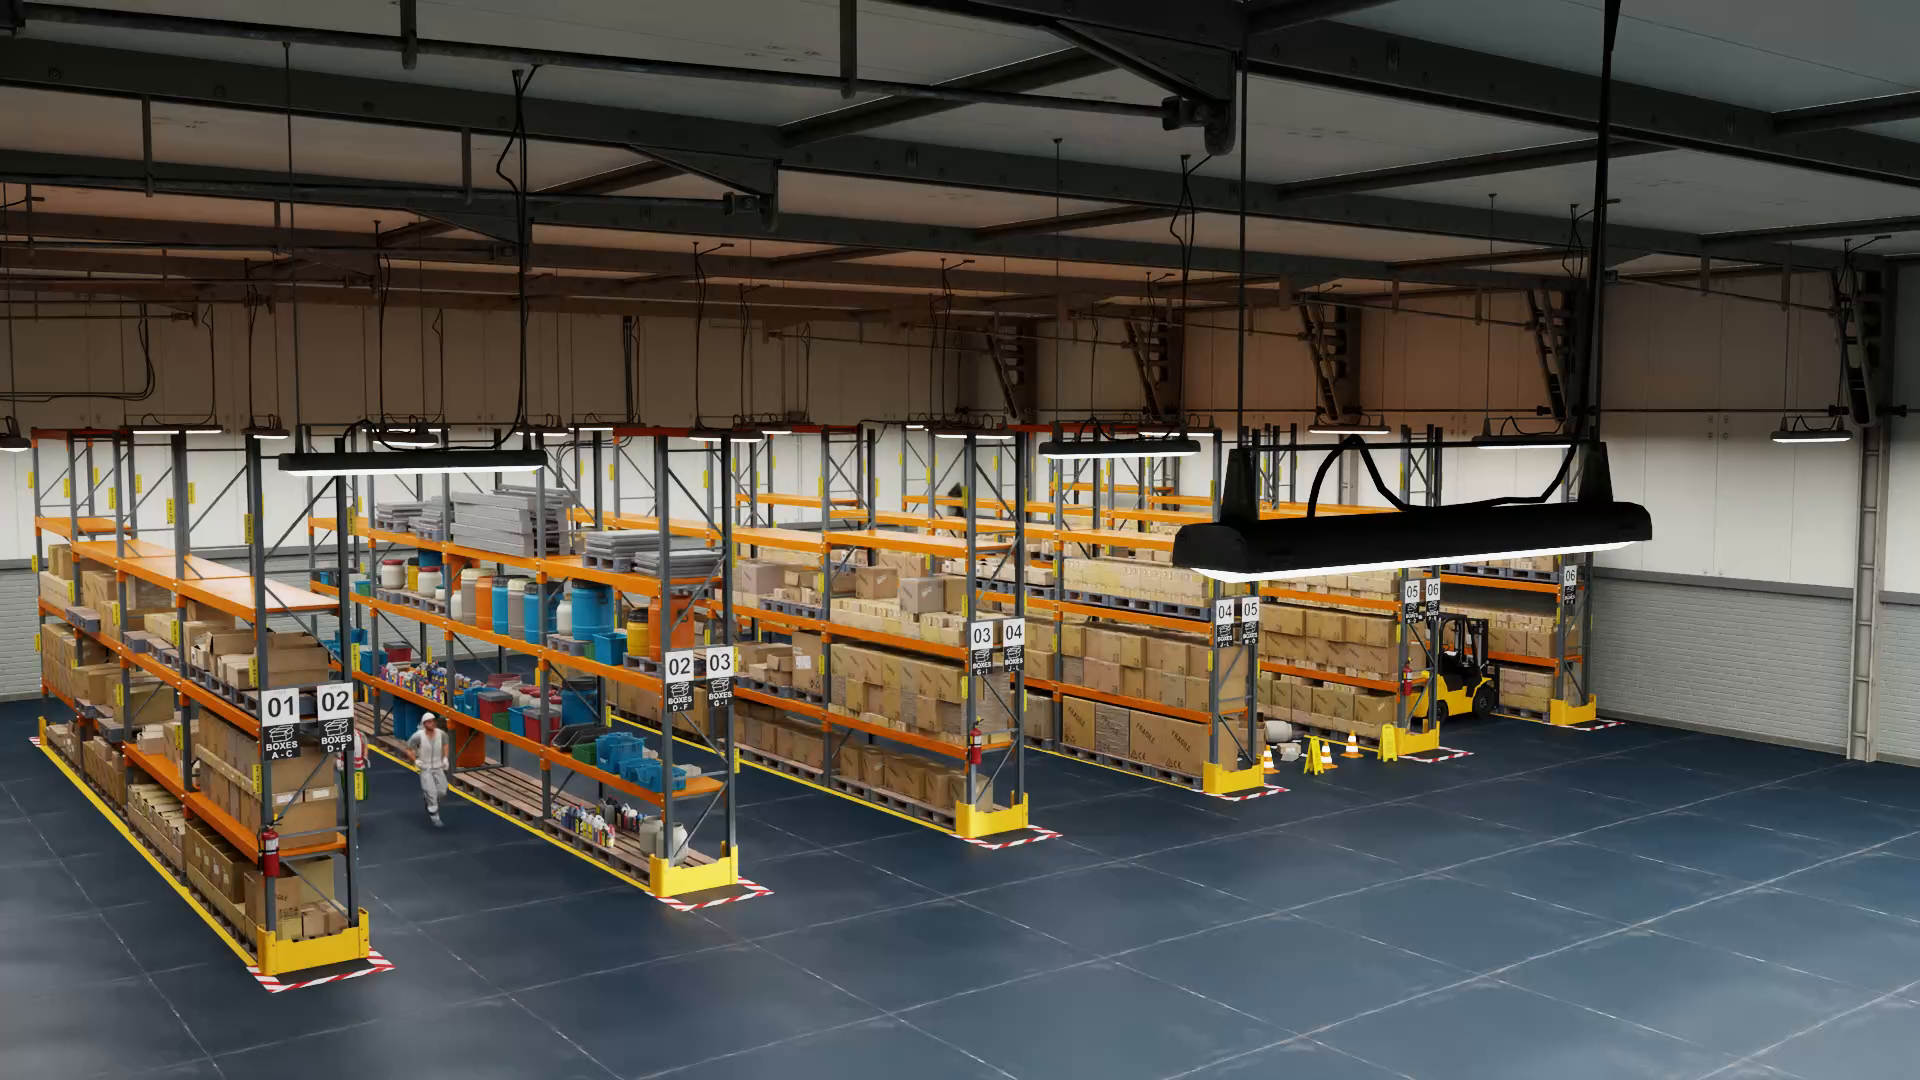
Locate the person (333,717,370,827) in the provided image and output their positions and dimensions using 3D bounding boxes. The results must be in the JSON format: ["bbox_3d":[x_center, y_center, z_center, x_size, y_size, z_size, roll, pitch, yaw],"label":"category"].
[{"bbox_3d":[-9.254,3.481,25.230,0.653,1.737,0.621,-4,6,-44],"label":"person"}]

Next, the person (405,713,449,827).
[{"bbox_3d":[-8.103,3.479,25.341,0.678,1.740,0.593,-4,6,-38],"label":"person"}]
